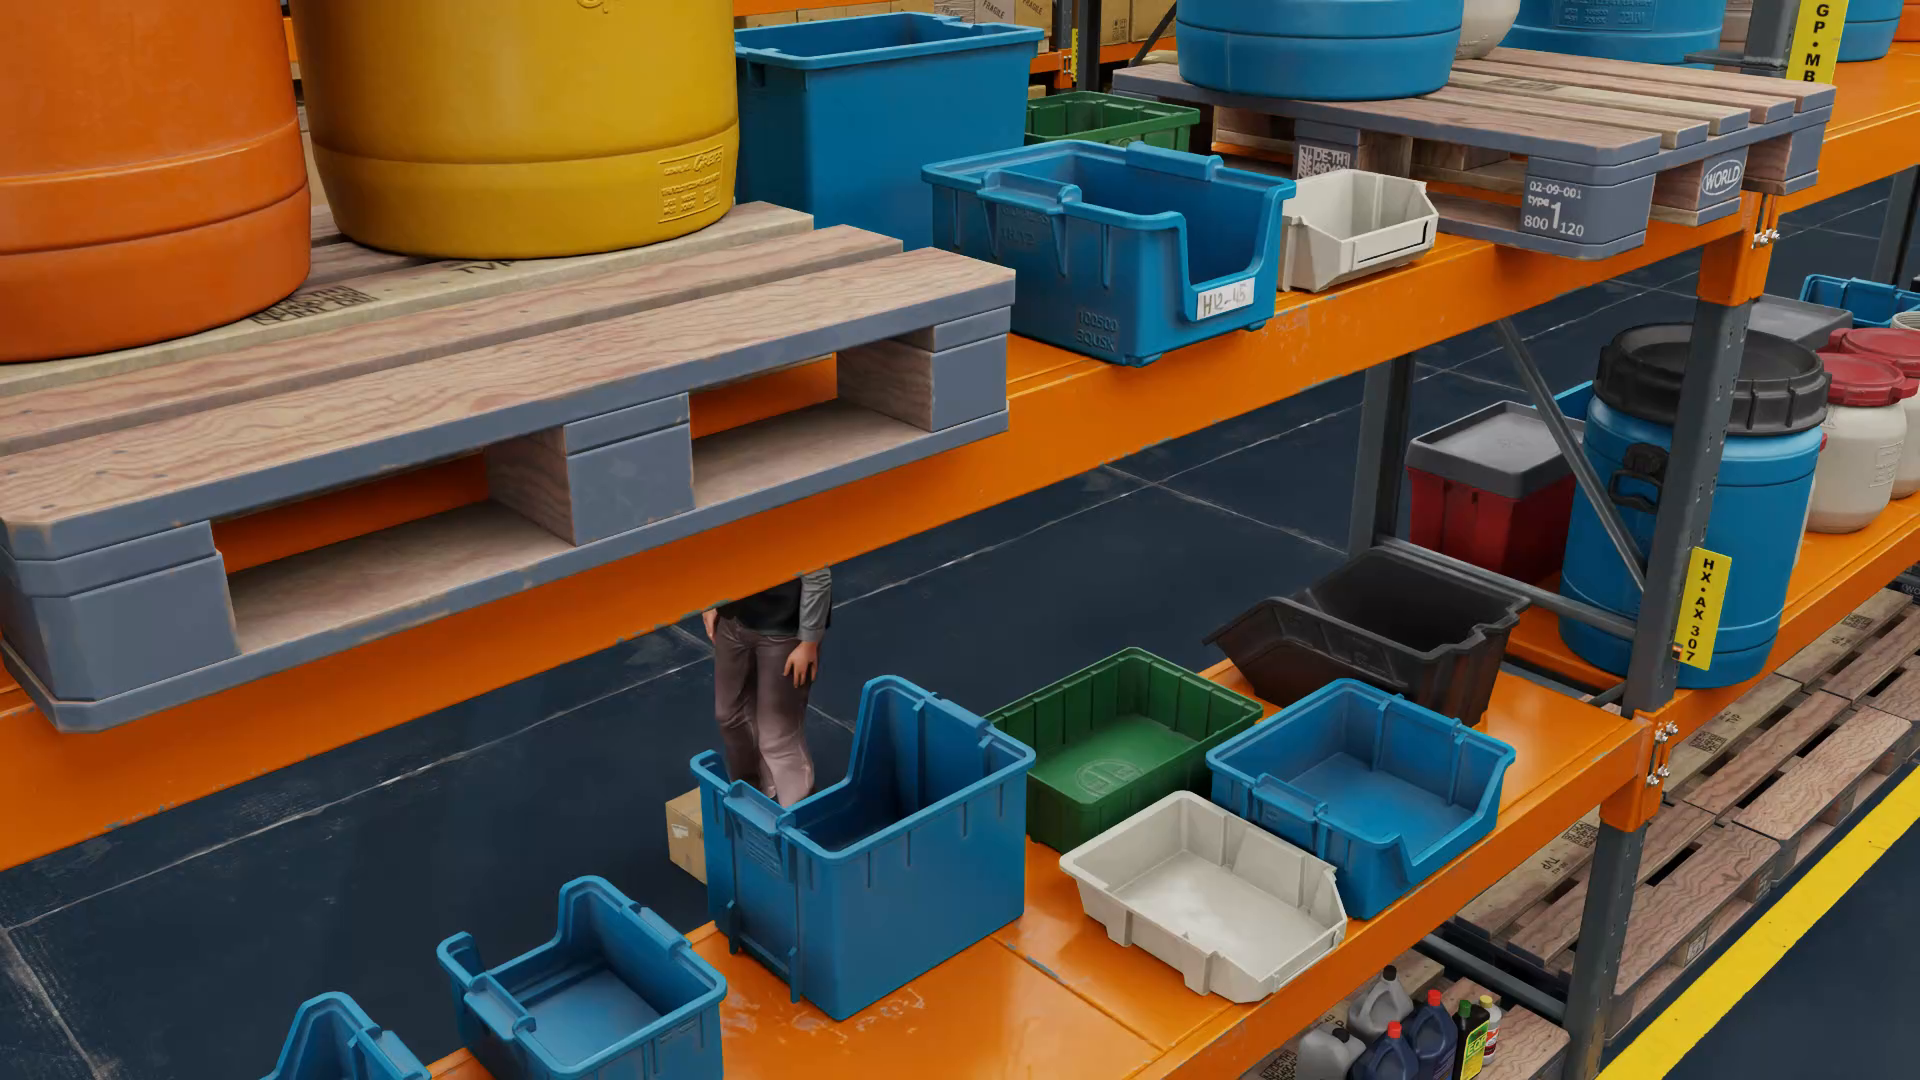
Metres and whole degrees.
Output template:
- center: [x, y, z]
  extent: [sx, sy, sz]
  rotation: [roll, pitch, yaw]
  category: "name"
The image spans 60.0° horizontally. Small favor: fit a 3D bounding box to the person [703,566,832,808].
- center: [-0.687, 0.312, 5.938]
  extent: [0.580, 1.719, 0.426]
  rotation: [22, 32, 39]
  category: "person"
